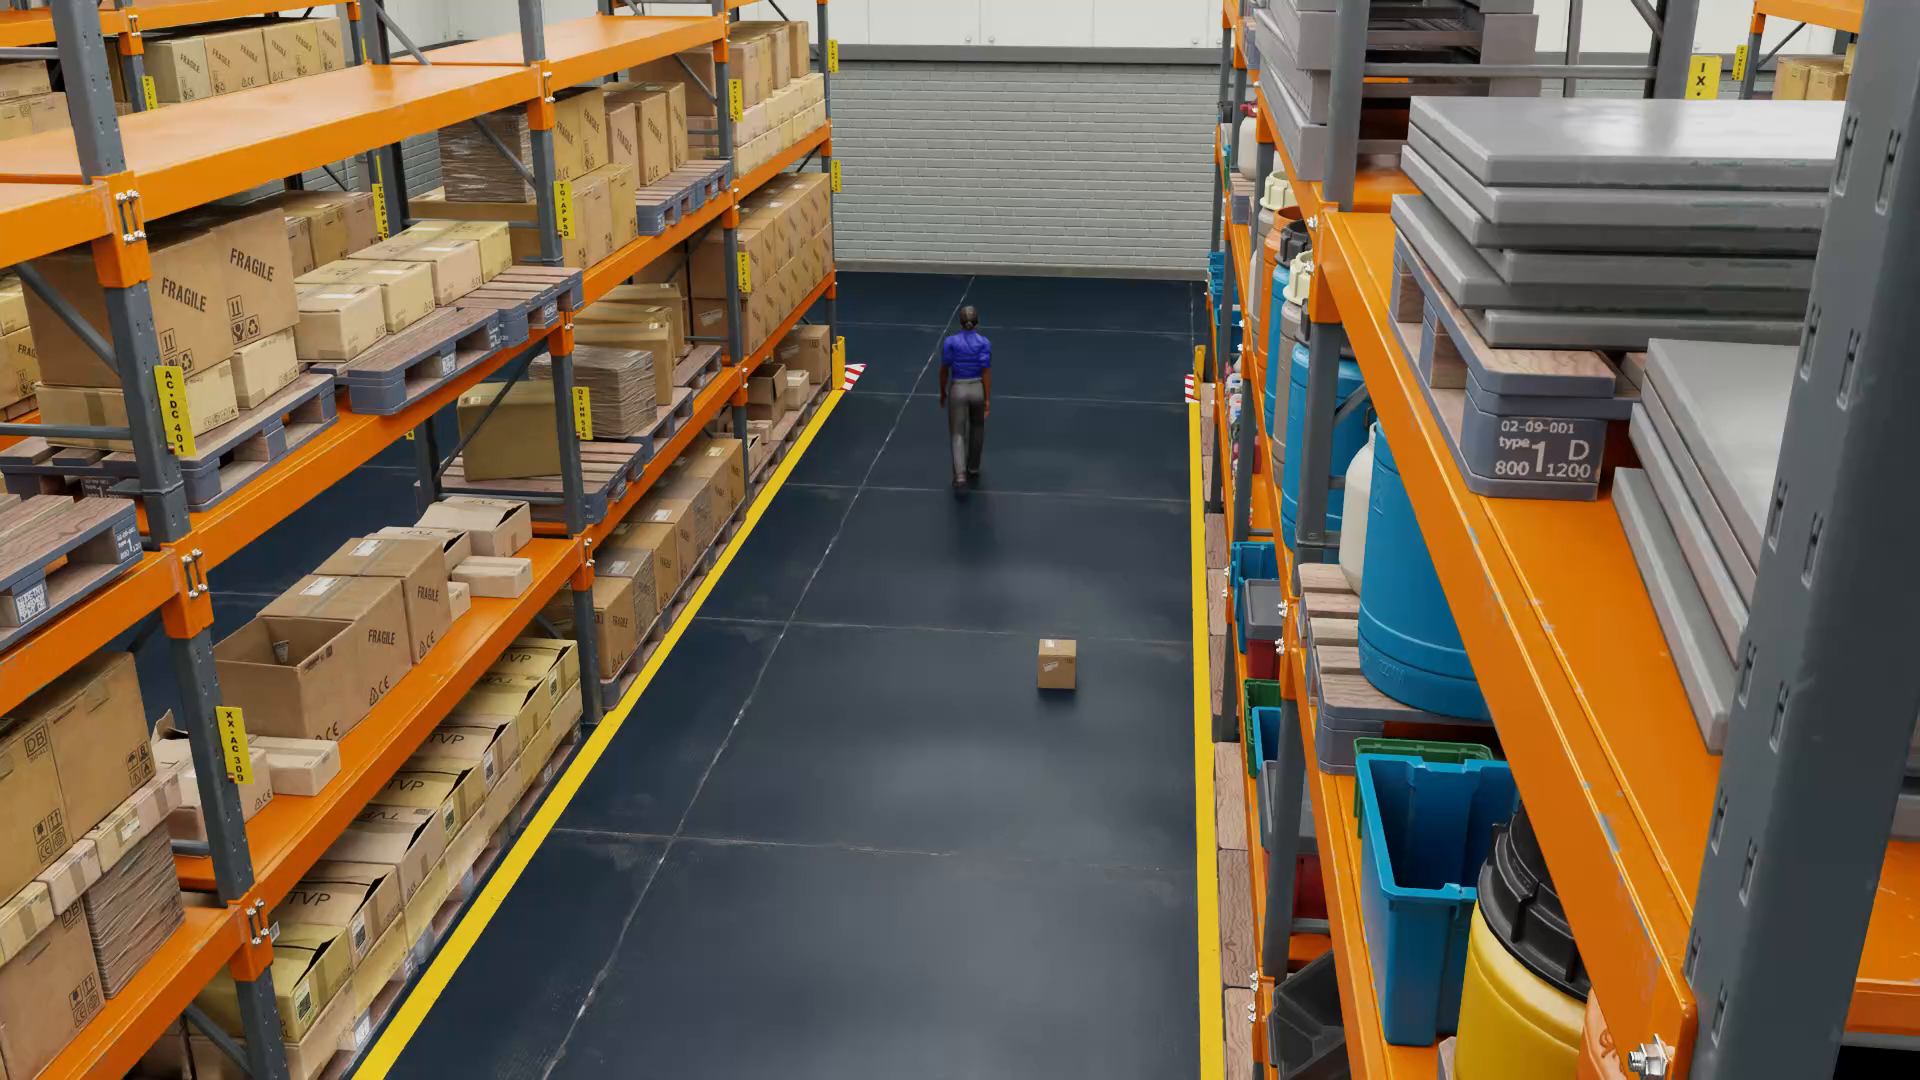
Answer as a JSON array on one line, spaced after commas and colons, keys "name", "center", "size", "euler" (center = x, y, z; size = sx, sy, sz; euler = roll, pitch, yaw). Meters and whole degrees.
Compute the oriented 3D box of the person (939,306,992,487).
[{"name": "person", "center": [0.049, -1.283, 14.779], "size": [0.456, 1.604, 0.978], "euler": [-1, 21, -3]}]
